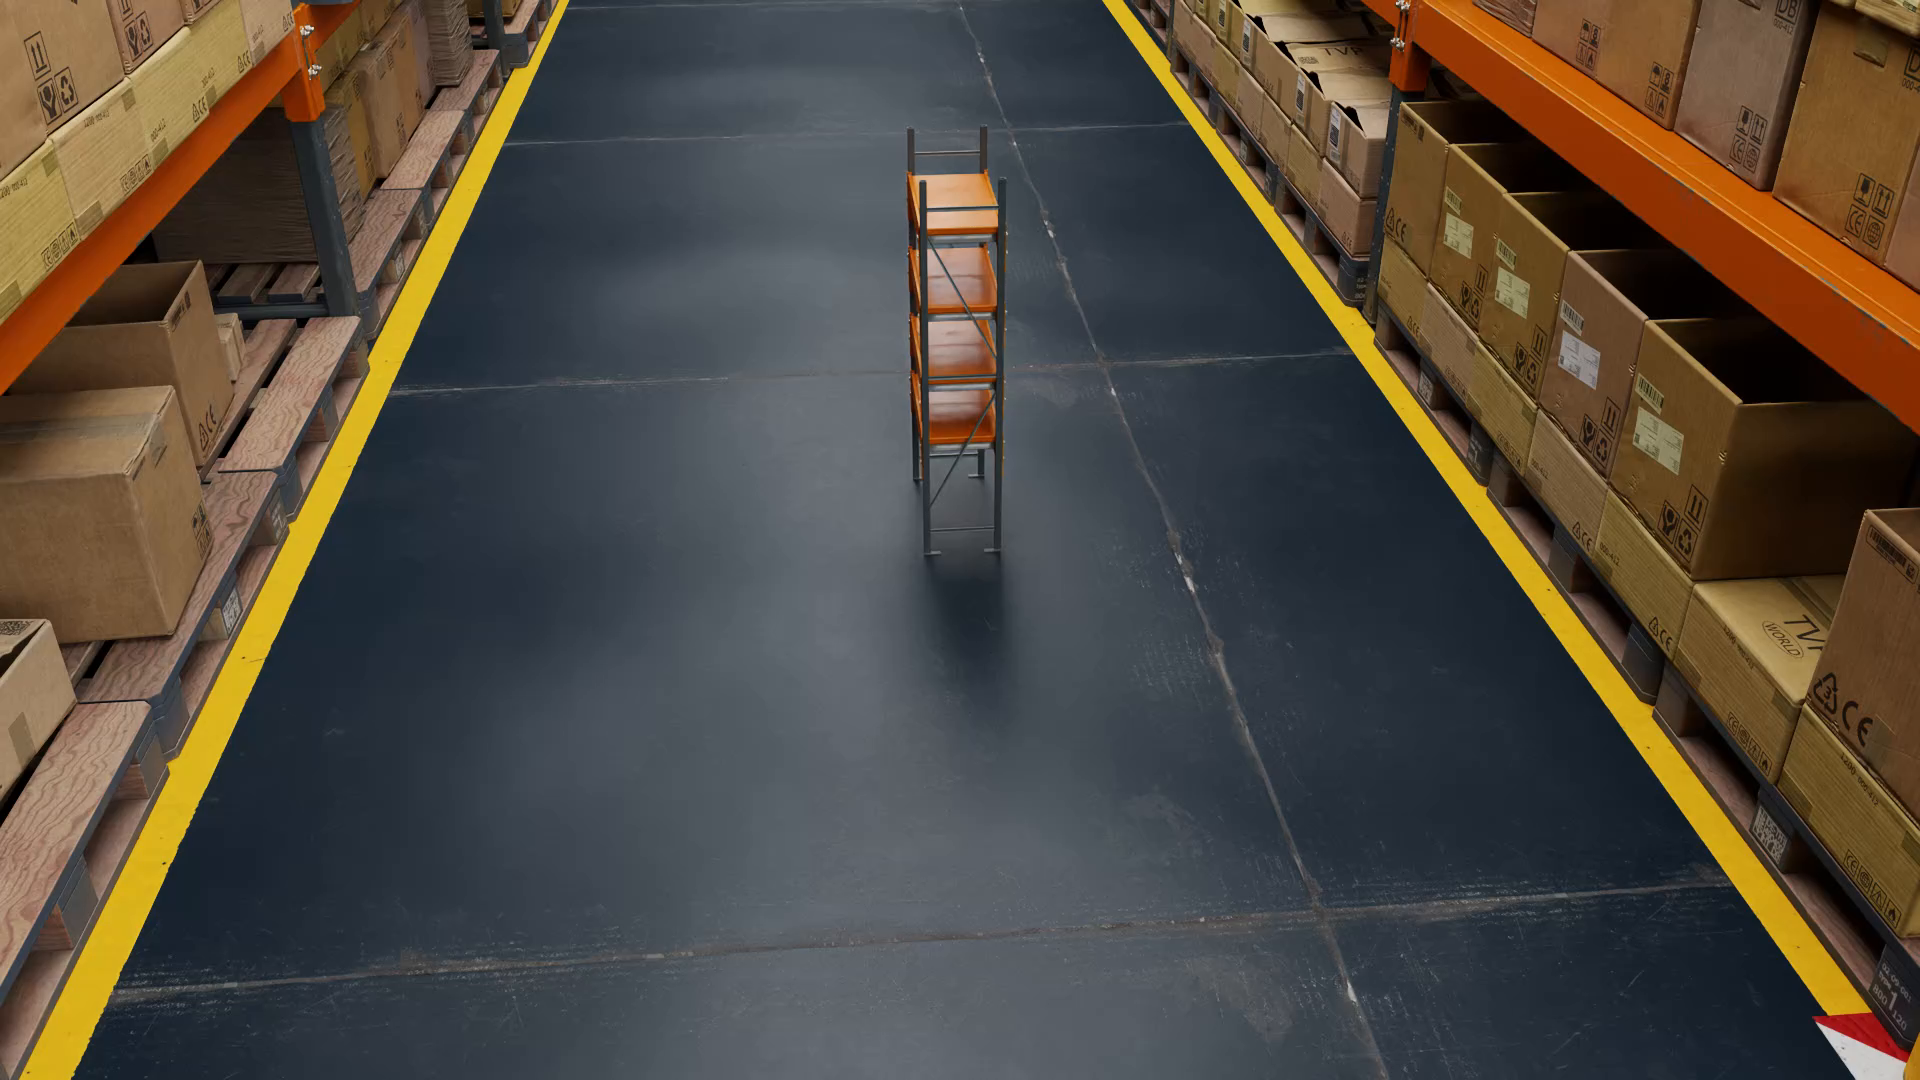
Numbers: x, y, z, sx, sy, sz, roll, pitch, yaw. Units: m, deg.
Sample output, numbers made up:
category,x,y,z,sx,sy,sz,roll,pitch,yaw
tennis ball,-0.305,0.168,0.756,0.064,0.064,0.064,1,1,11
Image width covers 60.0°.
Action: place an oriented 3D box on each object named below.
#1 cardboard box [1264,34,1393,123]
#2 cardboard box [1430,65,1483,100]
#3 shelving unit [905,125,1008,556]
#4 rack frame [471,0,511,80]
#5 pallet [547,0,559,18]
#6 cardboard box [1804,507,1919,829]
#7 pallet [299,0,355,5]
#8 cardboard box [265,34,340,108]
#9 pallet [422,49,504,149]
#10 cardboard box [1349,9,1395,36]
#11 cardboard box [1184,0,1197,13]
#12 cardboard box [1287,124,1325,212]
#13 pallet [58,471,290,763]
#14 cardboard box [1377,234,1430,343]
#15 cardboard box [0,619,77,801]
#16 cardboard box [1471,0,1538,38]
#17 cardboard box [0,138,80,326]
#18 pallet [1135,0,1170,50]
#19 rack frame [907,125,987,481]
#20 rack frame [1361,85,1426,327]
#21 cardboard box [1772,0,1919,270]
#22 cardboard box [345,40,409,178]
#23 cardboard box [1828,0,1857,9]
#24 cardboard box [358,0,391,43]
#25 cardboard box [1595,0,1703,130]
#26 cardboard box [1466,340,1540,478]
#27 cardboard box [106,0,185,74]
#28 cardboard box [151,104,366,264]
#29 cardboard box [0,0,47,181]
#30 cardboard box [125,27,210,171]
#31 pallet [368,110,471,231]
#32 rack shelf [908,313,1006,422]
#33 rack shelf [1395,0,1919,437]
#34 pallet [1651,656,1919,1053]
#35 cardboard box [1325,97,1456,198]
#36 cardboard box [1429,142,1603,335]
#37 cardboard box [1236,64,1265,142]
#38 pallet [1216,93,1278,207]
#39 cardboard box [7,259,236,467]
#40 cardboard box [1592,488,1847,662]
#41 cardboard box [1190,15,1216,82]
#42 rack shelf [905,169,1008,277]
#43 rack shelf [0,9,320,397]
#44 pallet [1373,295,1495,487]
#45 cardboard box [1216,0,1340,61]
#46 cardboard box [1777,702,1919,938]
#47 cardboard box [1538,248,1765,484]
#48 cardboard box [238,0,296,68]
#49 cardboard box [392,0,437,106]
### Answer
category,x,y,z,sx,sy,sz,roll,pitch,yaw
cardboard box,1.720,-2.153,7.654,0.500,0.311,0.500,-3,31,-5
cardboard box,2.311,-1.918,7.261,0.500,0.311,0.500,-3,31,-5
shelving unit,-0.015,-0.600,5.084,0.258,1.200,0.503,-3,31,-5
rack frame,-3.163,-4.002,9.025,1.000,3.000,0.127,-3,31,-5
pallet,-3.272,-3.832,11.460,1.003,0.211,1.213,-3,31,-5
cardboard box,2.170,0.262,3.427,0.500,0.500,0.500,-3,31,-5
pallet,-2.716,-2.275,6.320,1.003,0.211,1.213,-3,31,-5
cardboard box,-2.919,-1.997,6.946,0.500,0.250,0.500,-3,31,-6
pallet,-3.091,-2.406,9.072,1.003,0.211,1.213,-3,31,-5
cardboard box,2.207,-2.447,8.147,0.500,0.311,0.500,-2,31,-3
cardboard box,1.525,-3.200,9.408,0.500,0.311,0.500,-2,31,-3
cardboard box,1.770,-1.655,7.367,0.500,0.250,0.500,-3,31,-5
pallet,-2.574,0.203,4.704,1.003,0.211,1.213,-3,31,-5
cardboard box,1.884,-0.948,6.183,0.500,0.250,0.500,-3,31,-5
cardboard box,-2.444,0.399,3.849,0.500,0.311,0.500,0,31,0
cardboard box,2.190,-2.016,5.602,0.700,0.500,0.500,-4,31,-6
cardboard box,-2.249,-0.651,3.541,0.500,0.250,0.500,-3,31,-5
pallet,1.737,-3.427,10.782,1.003,0.211,1.213,-3,31,-5
rack frame,-0.038,-0.724,5.292,0.240,1.200,0.015,-3,31,-5
rack frame,2.143,-2.199,6.006,1.000,3.000,0.127,-3,31,-5
cardboard box,2.391,-0.960,3.835,0.700,0.500,0.500,-3,31,-4
cardboard box,-2.980,-1.974,7.639,0.700,0.500,0.500,-2,31,-4
cardboard box,2.169,-1.325,3.813,0.380,0.149,0.250,-2,31,-3
cardboard box,-3.000,-2.518,7.818,0.500,0.250,0.500,-3,31,-5
cardboard box,2.289,-1.490,4.722,0.700,0.500,0.500,-2,31,-4
cardboard box,1.967,-0.436,5.327,0.500,0.250,0.500,-3,31,-5
cardboard box,-2.348,-1.487,4.210,0.500,0.500,0.500,-4,31,-6
cardboard box,-2.874,-1.450,6.762,0.700,0.500,0.500,-2,31,-3
cardboard box,-2.239,-0.959,3.325,0.500,0.500,0.500,-4,31,-6
cardboard box,-2.342,-1.166,4.403,0.500,0.250,0.500,-3,31,-5
pallet,-2.980,-1.784,8.031,1.003,0.211,1.213,-3,31,-5
rack shelf,-0.015,-0.542,5.118,0.258,0.148,0.480,-3,31,-5
rack shelf,2.330,-0.869,4.481,1.077,0.370,4.000,-3,31,-5
pallet,2.403,0.652,3.953,1.003,0.211,1.213,-3,31,-5
cardboard box,1.819,-1.633,6.783,0.500,0.311,0.500,-3,31,-5
cardboard box,1.929,-1.014,5.563,0.500,0.500,0.500,-3,31,-5
cardboard box,1.675,-2.176,8.240,0.500,0.250,0.500,-2,31,-4
pallet,1.918,-2.000,8.393,1.003,0.211,1.213,-3,31,-5
cardboard box,-2.652,-0.548,5.250,0.500,0.500,0.500,-5,31,-8
cardboard box,2.065,0.074,4.473,0.500,0.250,0.500,-3,31,-5
cardboard box,1.573,-2.703,9.122,0.500,0.250,0.500,-4,31,-6
rack shelf,-0.015,-0.937,4.882,0.258,0.148,0.480,-3,31,-5
rack shelf,-2.602,-0.630,4.081,1.077,0.370,4.000,-3,31,-5
pallet,2.175,-0.594,6.038,1.003,0.211,1.213,-3,31,-5
cardboard box,1.628,-2.672,8.523,0.500,0.311,0.500,-4,31,-6
cardboard box,2.172,0.584,3.619,0.500,0.250,0.500,-3,31,-5
cardboard box,2.017,-0.503,4.708,0.500,0.500,0.500,-3,31,-5
cardboard box,-2.443,-1.677,5.259,0.500,0.250,0.500,-3,31,-4
cardboard box,-3.111,-2.484,8.492,0.700,0.500,0.500,-3,31,-5
